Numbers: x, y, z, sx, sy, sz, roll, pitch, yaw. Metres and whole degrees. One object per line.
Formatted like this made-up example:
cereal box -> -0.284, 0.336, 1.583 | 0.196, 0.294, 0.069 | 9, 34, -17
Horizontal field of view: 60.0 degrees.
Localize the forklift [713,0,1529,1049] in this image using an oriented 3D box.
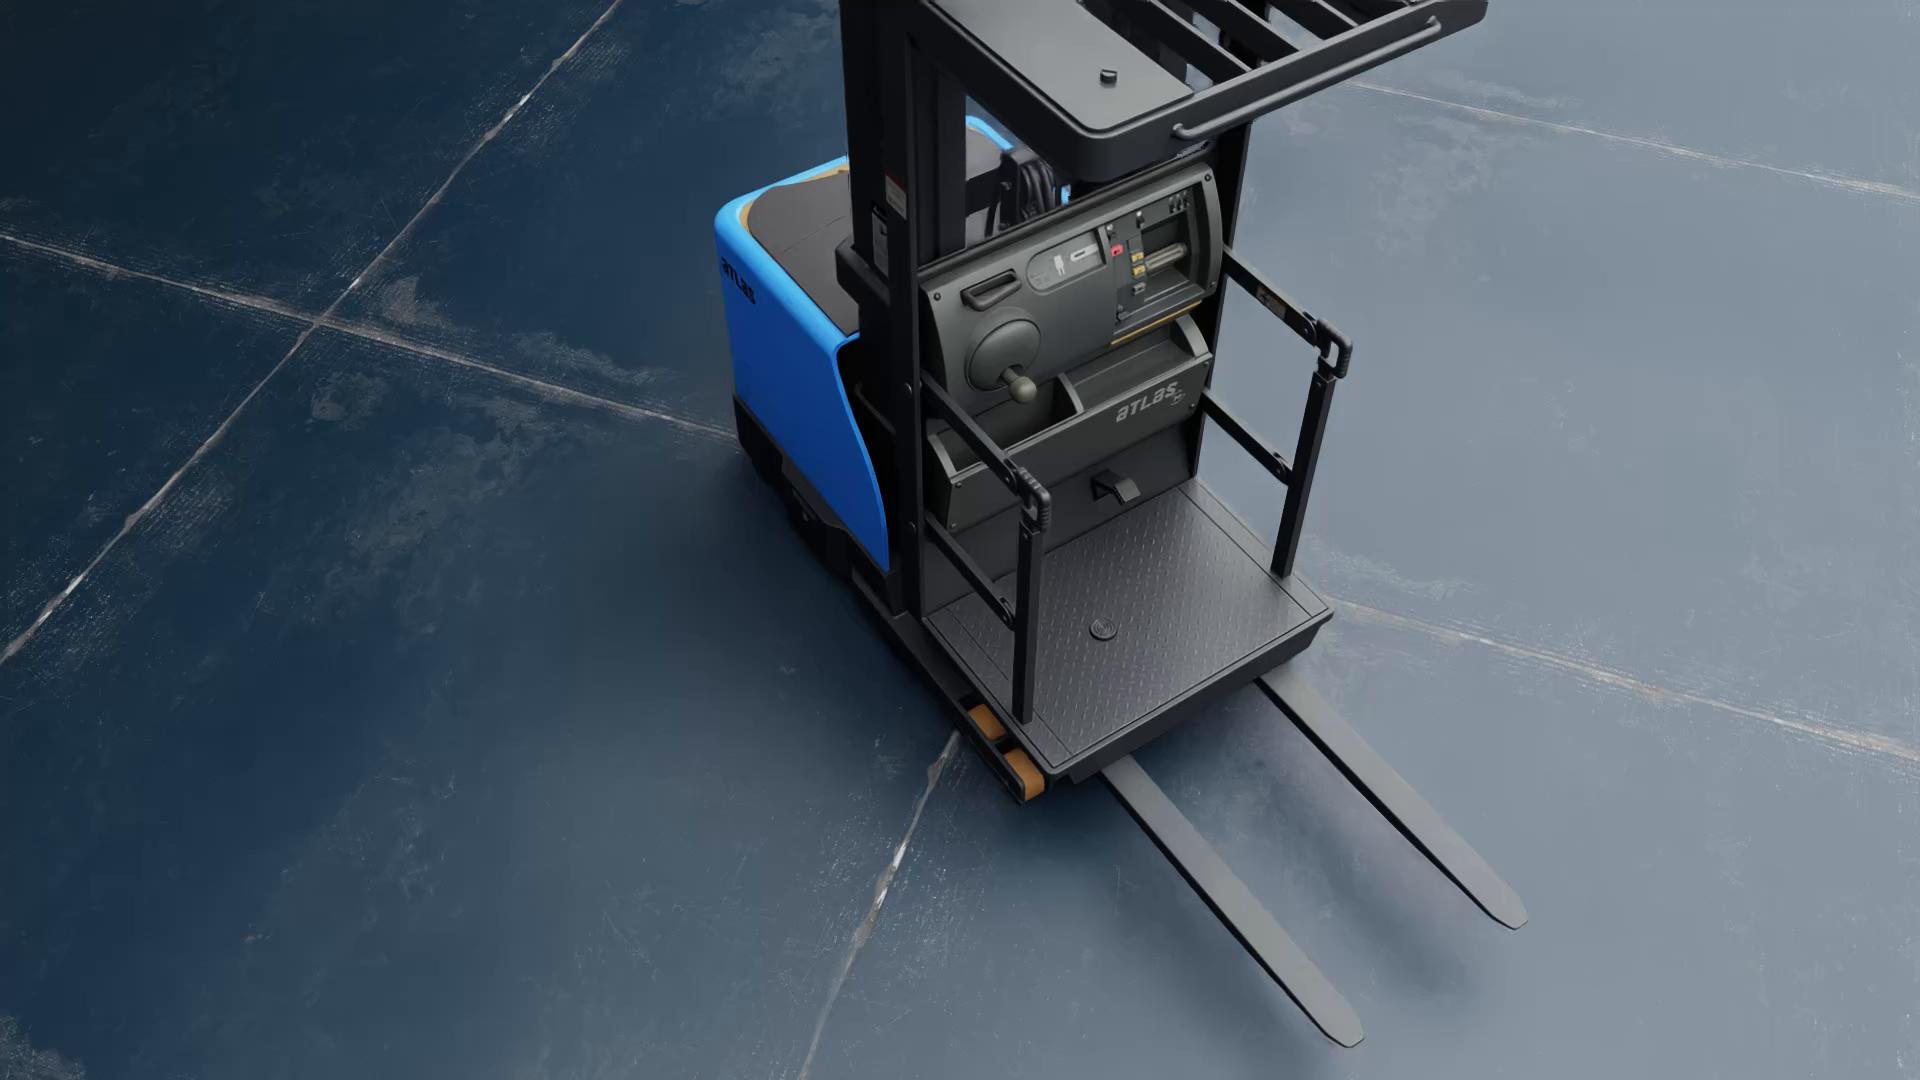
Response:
forklift -> 0.442, -0.584, 4.317 | 1.130, 2.935, 3.031 | -27, 54, -21
